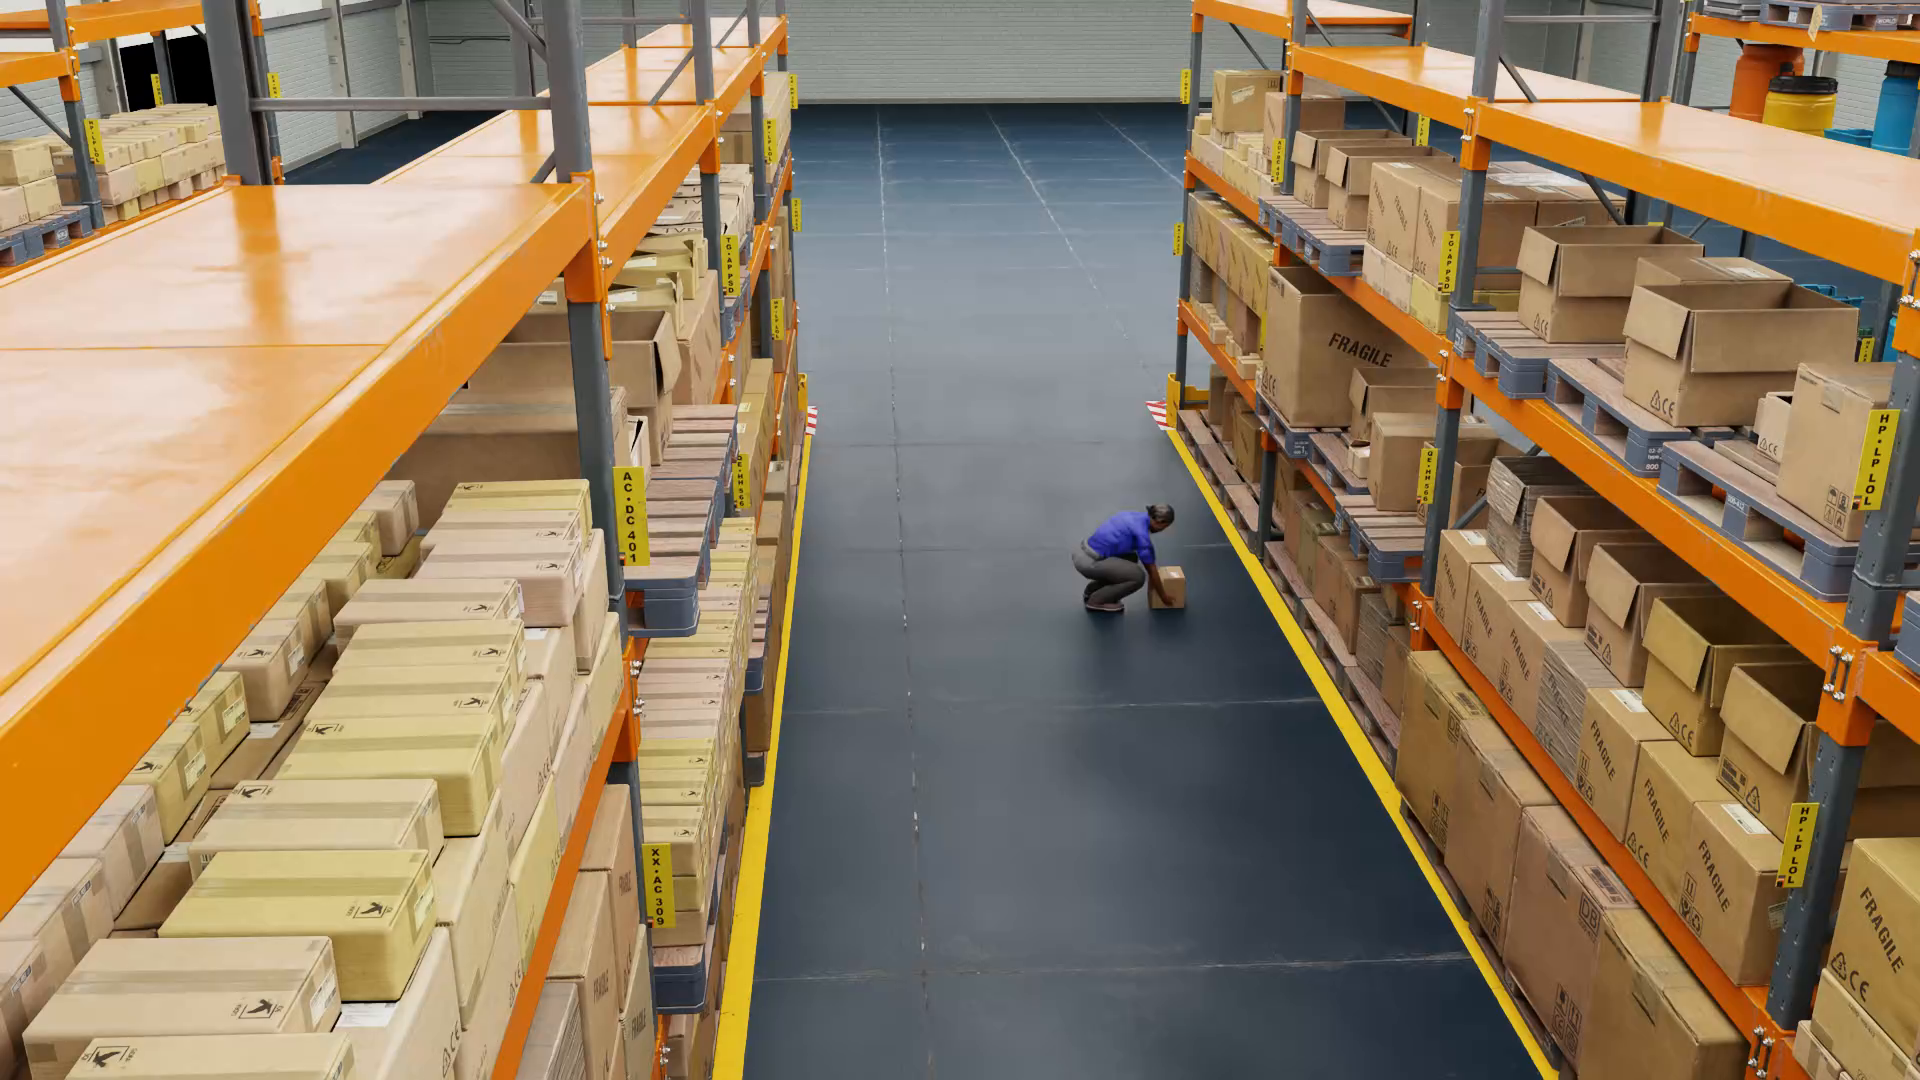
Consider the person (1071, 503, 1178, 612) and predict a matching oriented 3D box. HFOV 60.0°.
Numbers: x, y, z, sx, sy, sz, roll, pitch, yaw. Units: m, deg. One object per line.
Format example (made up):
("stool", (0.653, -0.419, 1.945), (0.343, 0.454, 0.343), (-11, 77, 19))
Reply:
("person", (1.265, 0.124, 12.823), (0.813, 0.810, 0.480), (-1, 21, -3))
